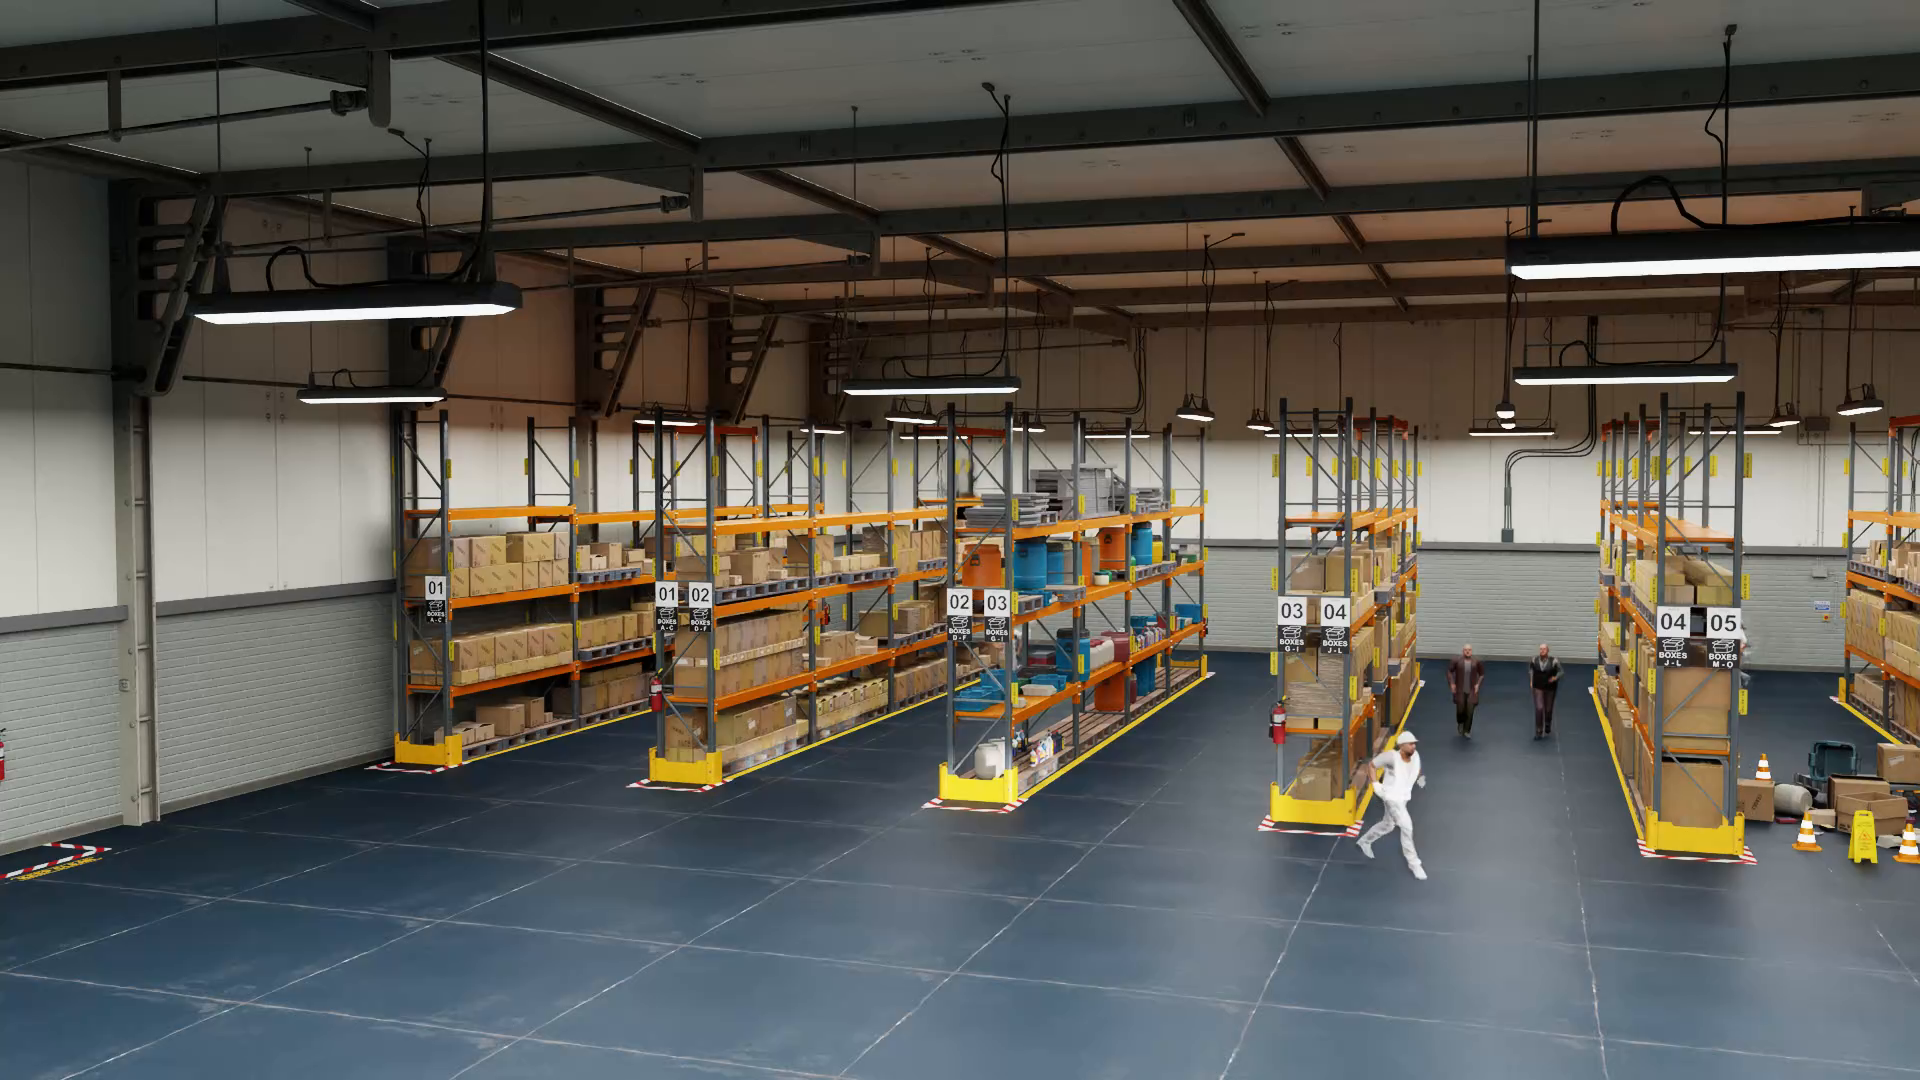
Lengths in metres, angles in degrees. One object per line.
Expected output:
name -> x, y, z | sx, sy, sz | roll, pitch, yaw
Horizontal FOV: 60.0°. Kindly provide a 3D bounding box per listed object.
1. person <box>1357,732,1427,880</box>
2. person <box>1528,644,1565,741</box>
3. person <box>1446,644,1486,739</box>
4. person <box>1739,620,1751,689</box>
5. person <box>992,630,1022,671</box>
person -> 5.381, 3.240, 20.675 | 0.682, 1.784, 1.102 | -2, 3, -38
person -> 10.897, 2.808, 30.938 | 0.650, 1.758, 0.837 | 1, 3, 22
person -> 9.409, 2.850, 30.936 | 0.707, 1.659, 0.606 | 1, 3, 15
person -> 17.515, 2.591, 37.364 | 0.544, 1.621, 0.591 | 1, 3, 14
person -> 1.023, 2.583, 36.063 | 0.625, 1.825, 1.088 | 1, 3, 15
